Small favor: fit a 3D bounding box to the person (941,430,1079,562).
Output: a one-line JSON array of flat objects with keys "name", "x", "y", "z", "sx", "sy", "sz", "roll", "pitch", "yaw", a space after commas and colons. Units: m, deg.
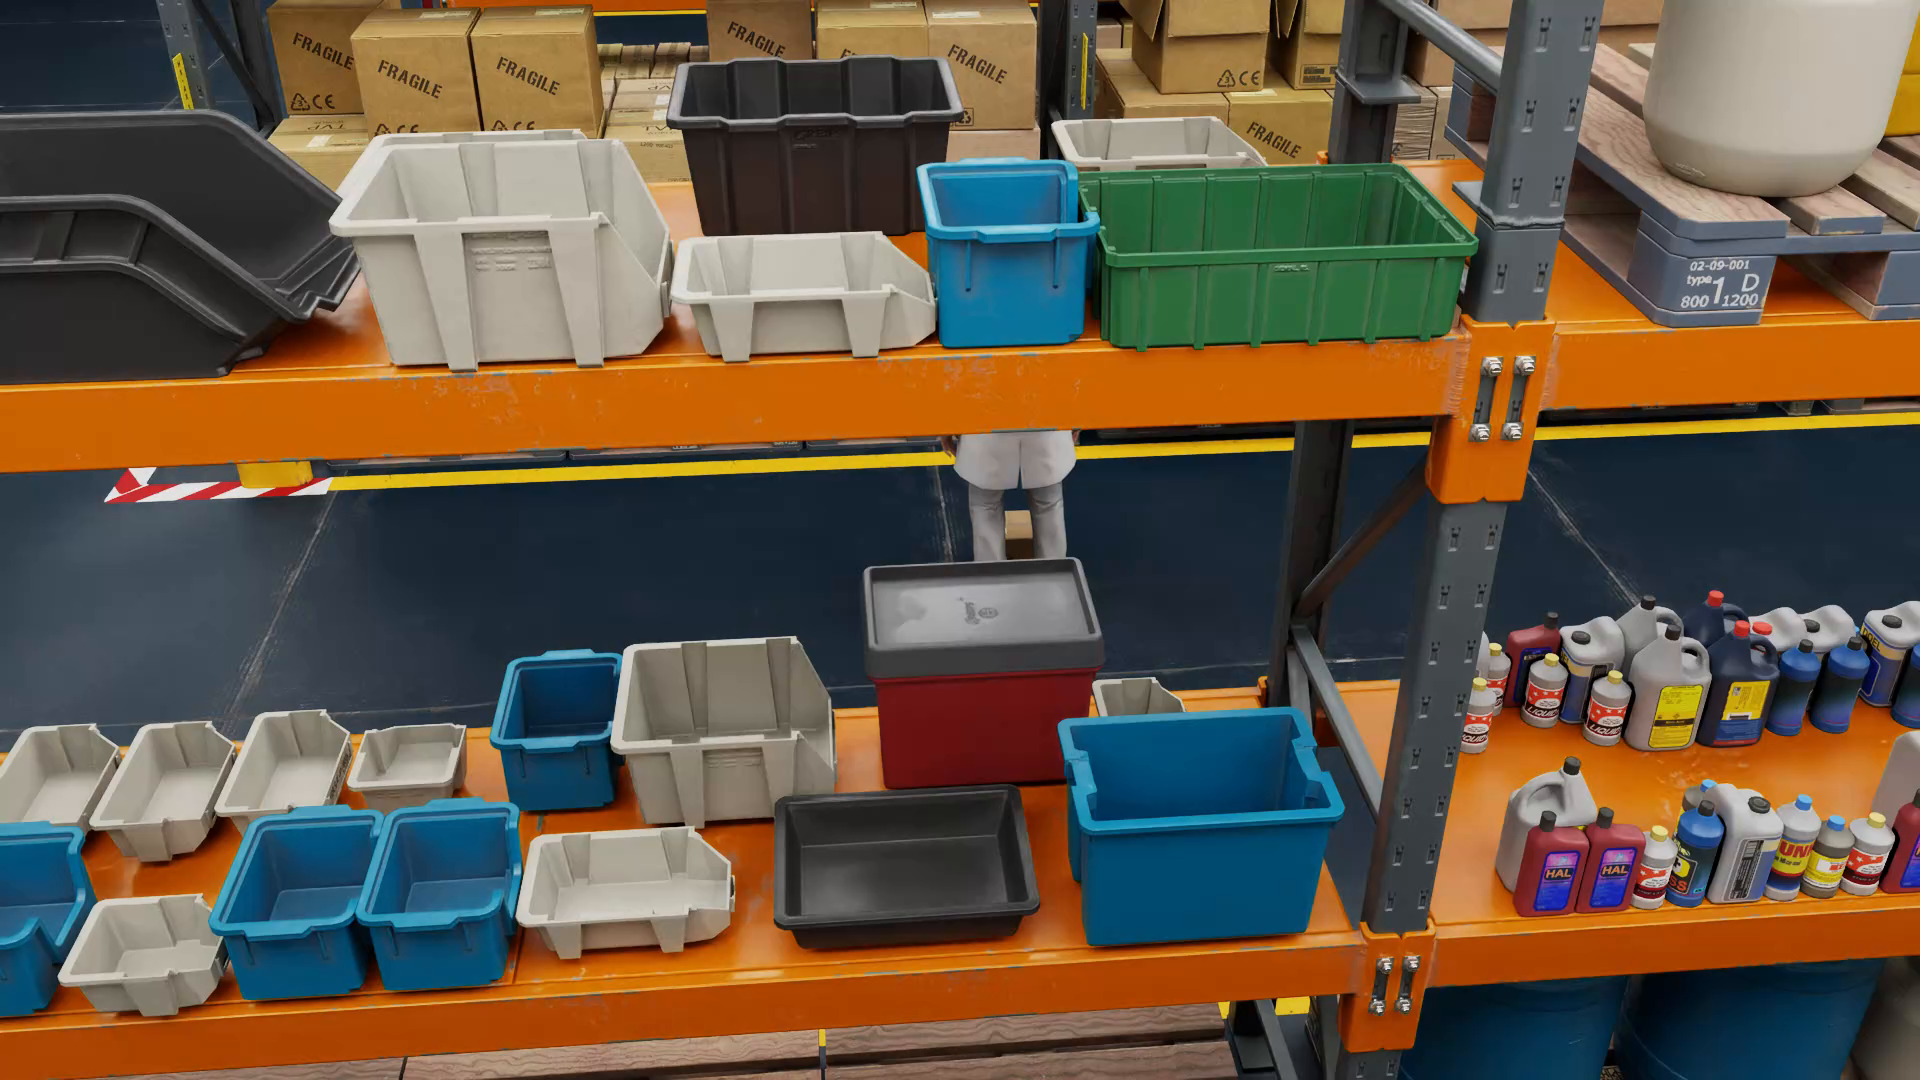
[{"name": "person", "x": 0.220, "y": -0.492, "z": 6.975, "sx": 0.653, "sy": 1.774, "sz": 0.422, "roll": -4, "pitch": 31, "yaw": -7}]
